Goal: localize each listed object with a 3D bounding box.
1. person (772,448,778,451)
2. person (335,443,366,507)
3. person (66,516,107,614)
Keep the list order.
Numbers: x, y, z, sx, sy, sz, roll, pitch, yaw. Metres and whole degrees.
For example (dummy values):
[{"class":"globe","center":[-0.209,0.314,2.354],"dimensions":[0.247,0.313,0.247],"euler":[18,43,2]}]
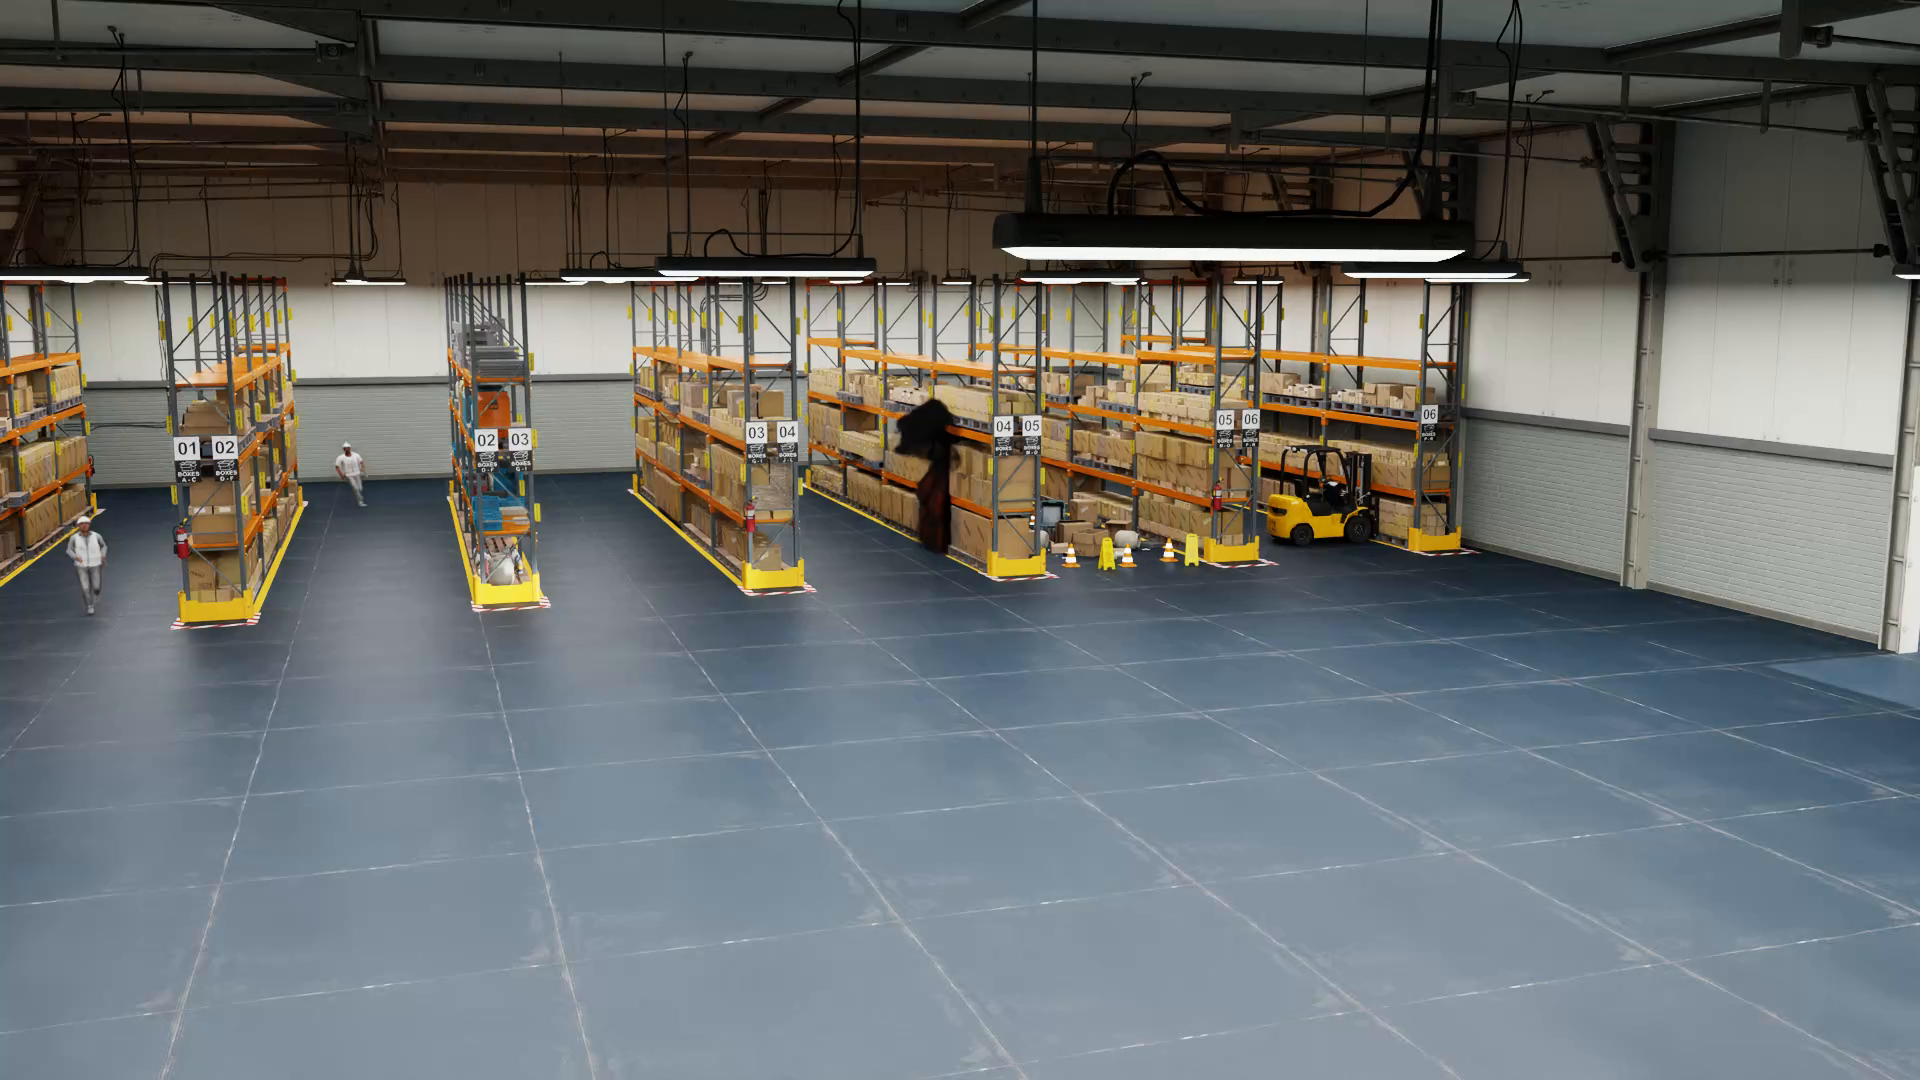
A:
[{"class":"person","center":[-5.266,-2.226,47.078],"dimensions":[0.709,1.729,0.653],"euler":[-2,9,-11]},{"class":"person","center":[-16.025,-1.706,43.756],"dimensions":[0.742,1.694,0.619],"euler":[-6,10,-34]},{"class":"person","center":[-15.458,0.442,29.487],"dimensions":[0.658,1.729,0.579],"euler":[-5,10,-30]}]
